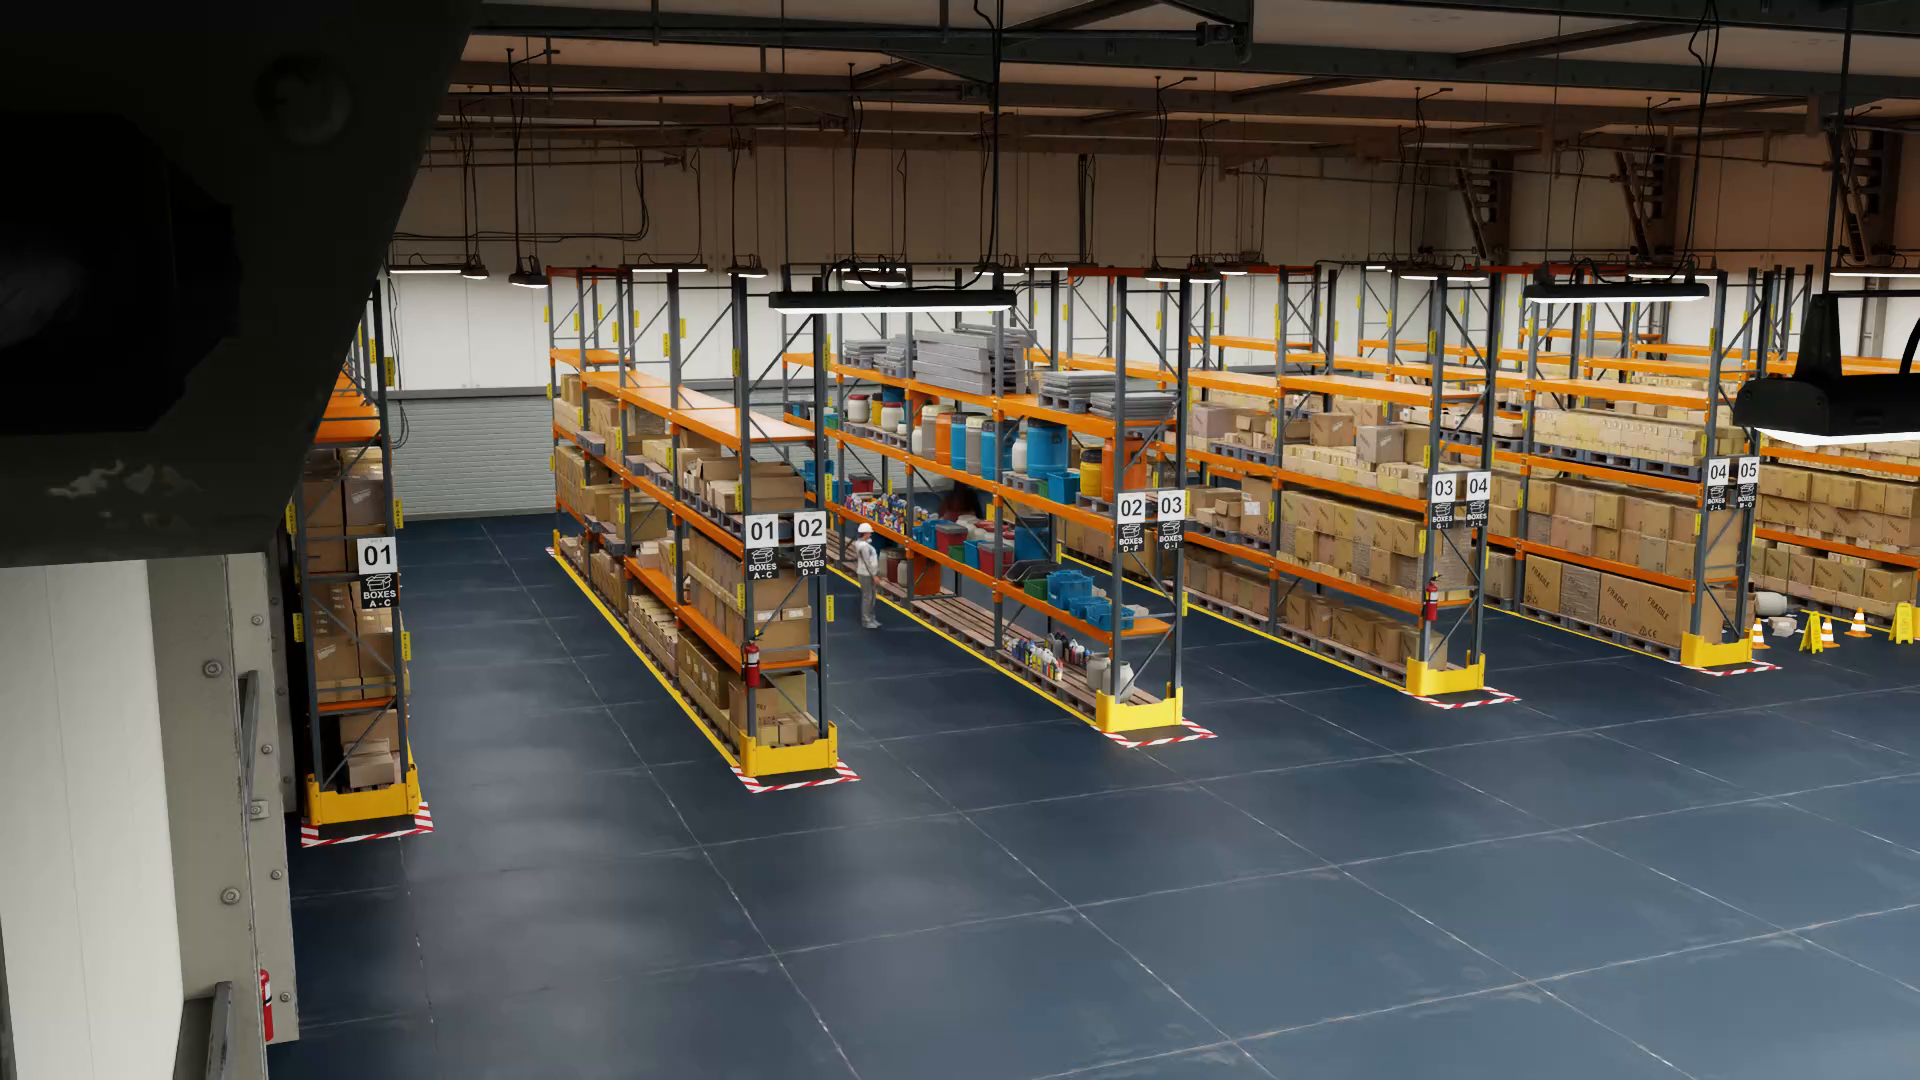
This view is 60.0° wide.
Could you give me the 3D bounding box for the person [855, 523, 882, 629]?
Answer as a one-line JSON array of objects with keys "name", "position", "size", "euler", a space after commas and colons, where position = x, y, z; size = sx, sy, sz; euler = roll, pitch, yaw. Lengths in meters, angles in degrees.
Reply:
[{"name": "person", "position": [-1.537, 0.610, 28.125], "size": [0.512, 1.811, 0.609], "euler": [2, 10, 11]}]
